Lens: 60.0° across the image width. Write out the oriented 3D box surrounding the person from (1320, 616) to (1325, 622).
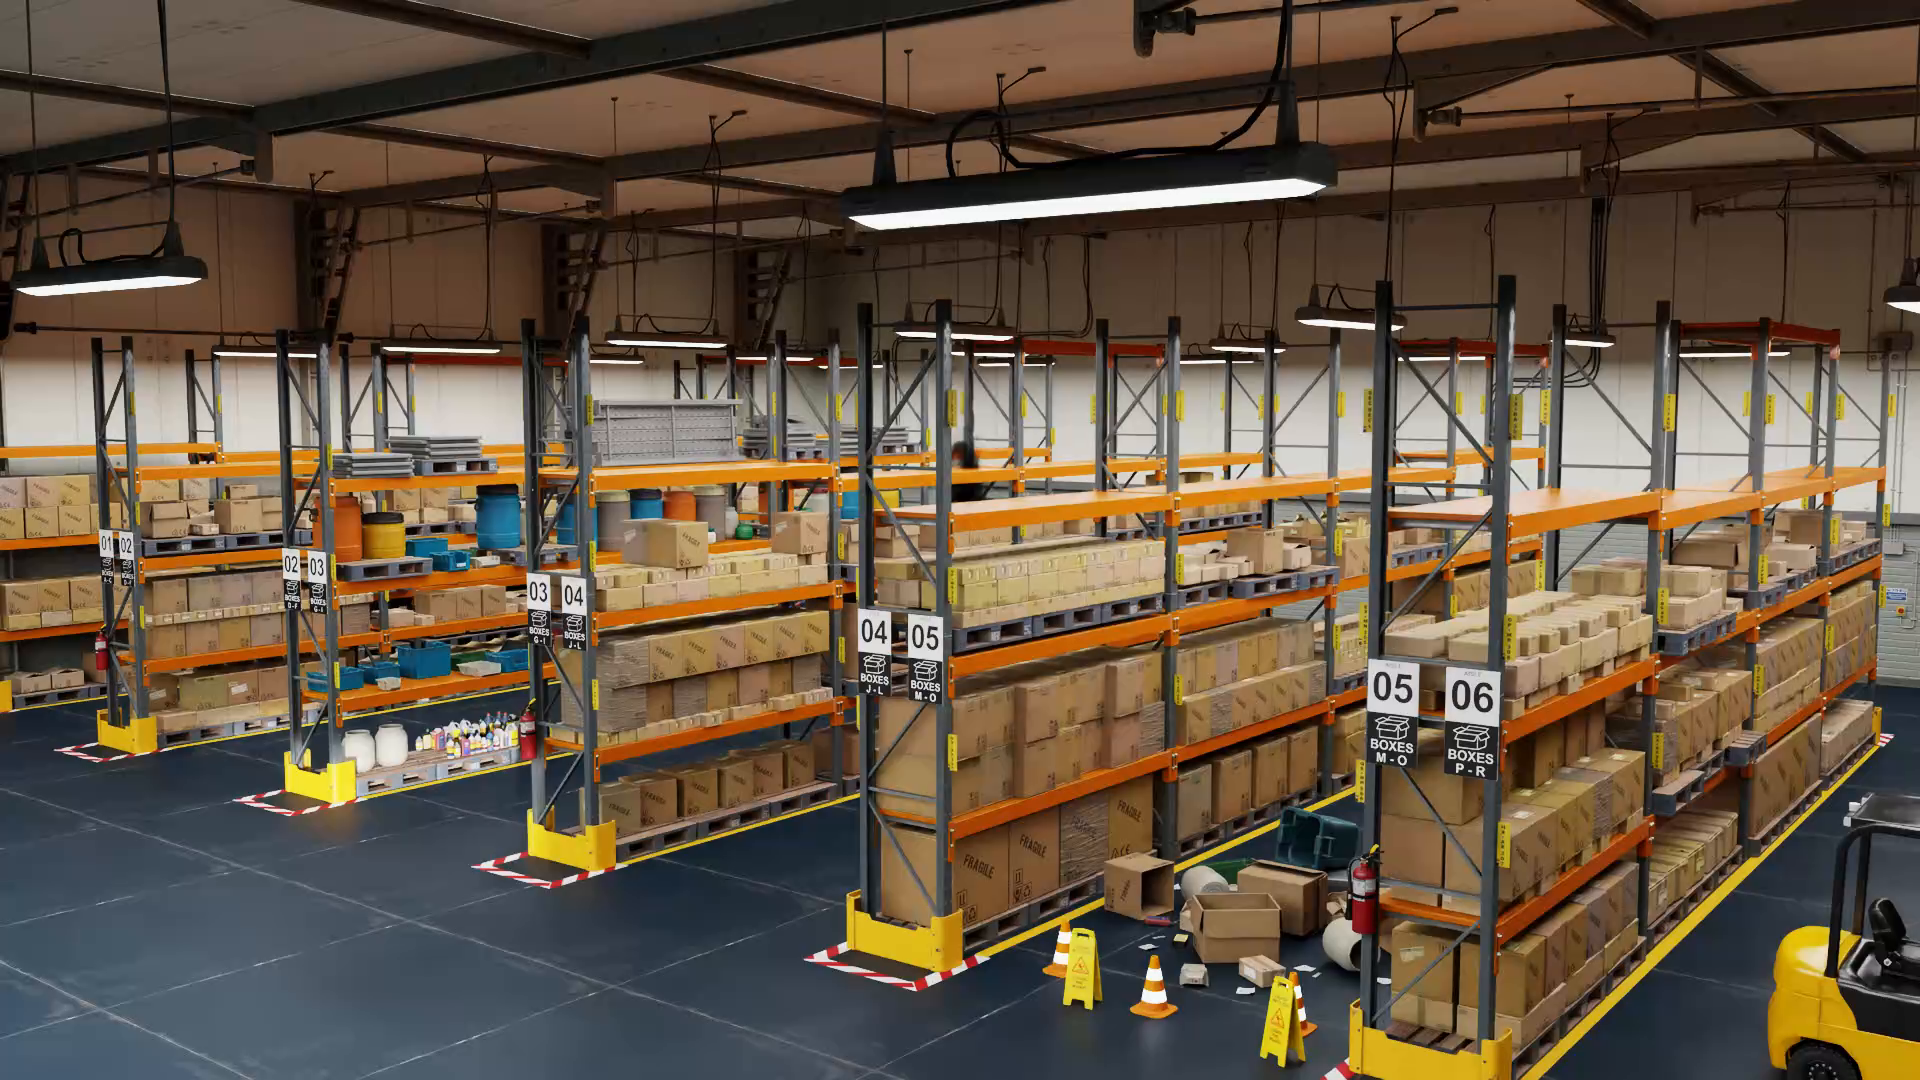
[{"bbox_3d":[5.932,2.039,26.518,0.621,1.681,0.626,-5,7,-44],"label":"person"}]
